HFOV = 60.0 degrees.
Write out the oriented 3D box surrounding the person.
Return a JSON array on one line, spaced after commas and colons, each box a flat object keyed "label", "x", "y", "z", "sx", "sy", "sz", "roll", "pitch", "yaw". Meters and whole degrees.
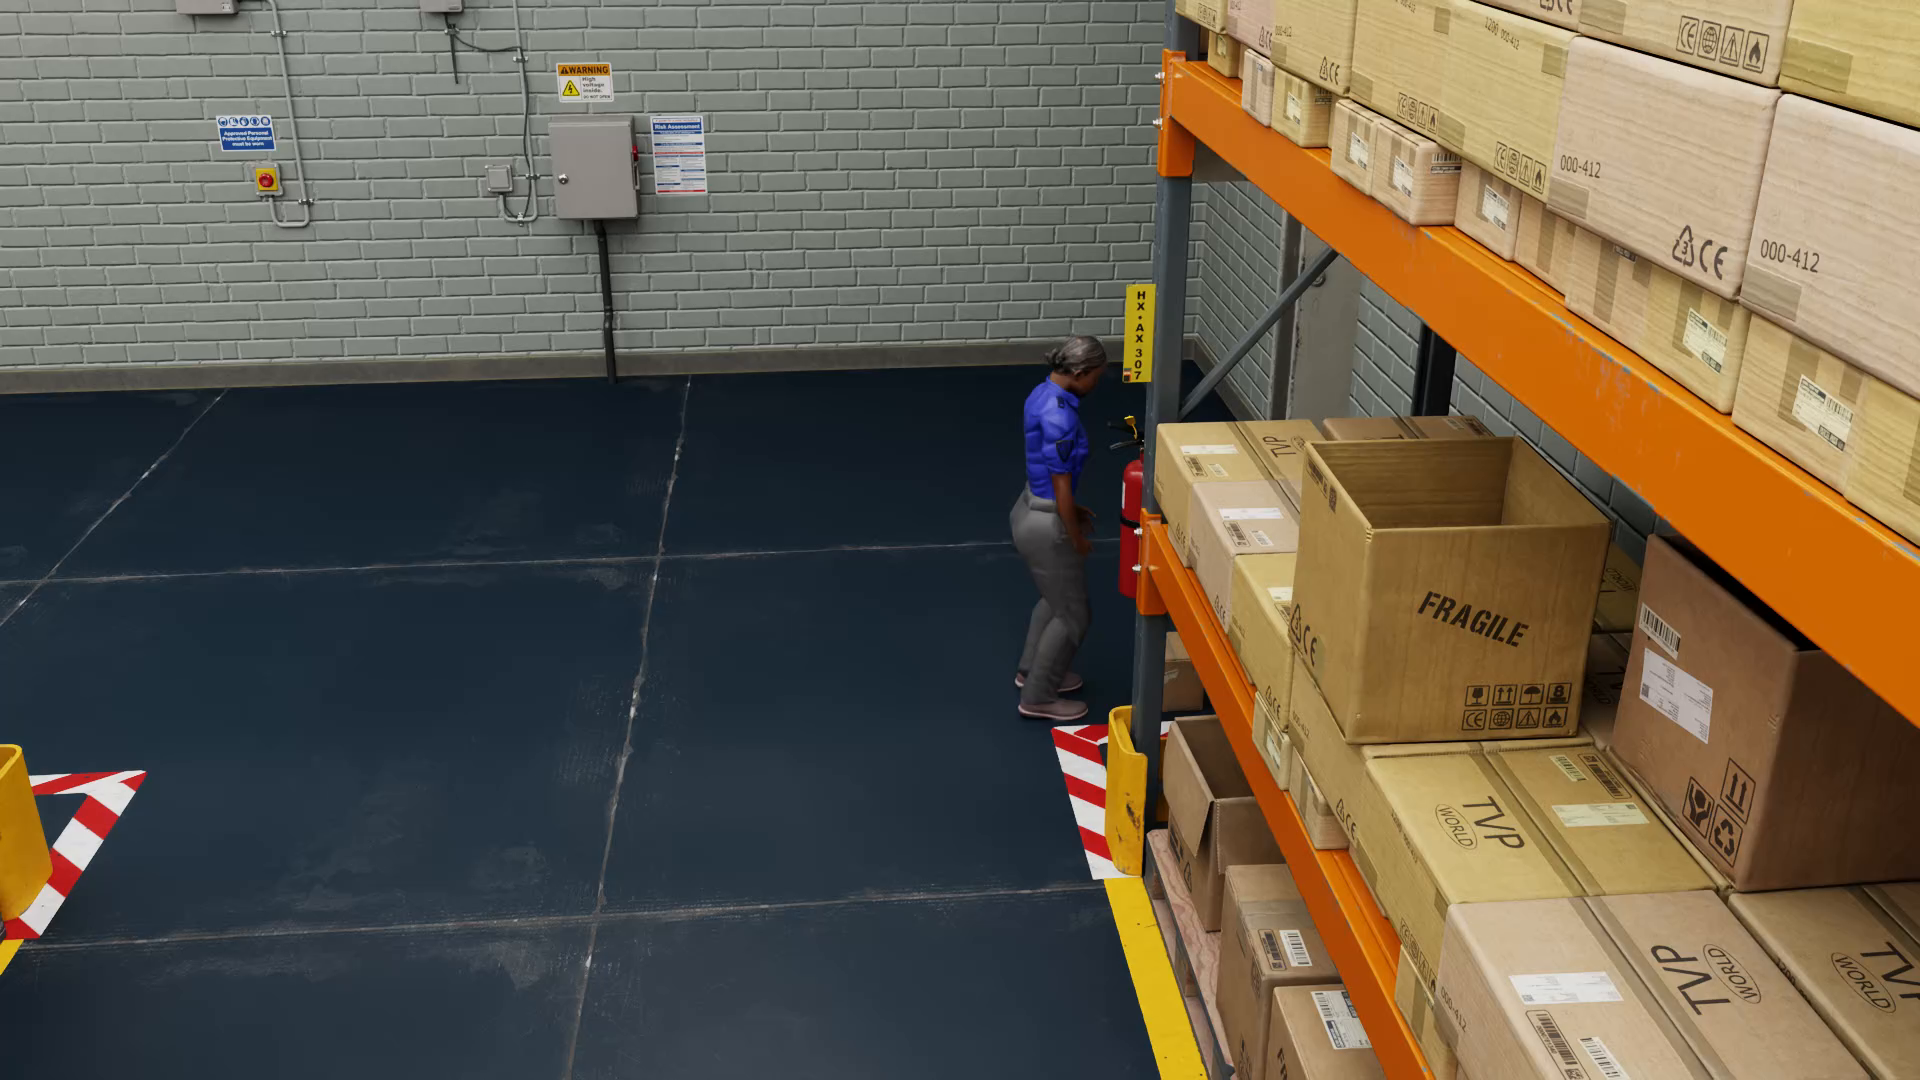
[{"label": "person", "x": 0.391, "y": -0.058, "z": 6.815, "sx": 0.375, "sy": 1.610, "sz": 0.457, "roll": -1, "pitch": 24, "yaw": -2}]
